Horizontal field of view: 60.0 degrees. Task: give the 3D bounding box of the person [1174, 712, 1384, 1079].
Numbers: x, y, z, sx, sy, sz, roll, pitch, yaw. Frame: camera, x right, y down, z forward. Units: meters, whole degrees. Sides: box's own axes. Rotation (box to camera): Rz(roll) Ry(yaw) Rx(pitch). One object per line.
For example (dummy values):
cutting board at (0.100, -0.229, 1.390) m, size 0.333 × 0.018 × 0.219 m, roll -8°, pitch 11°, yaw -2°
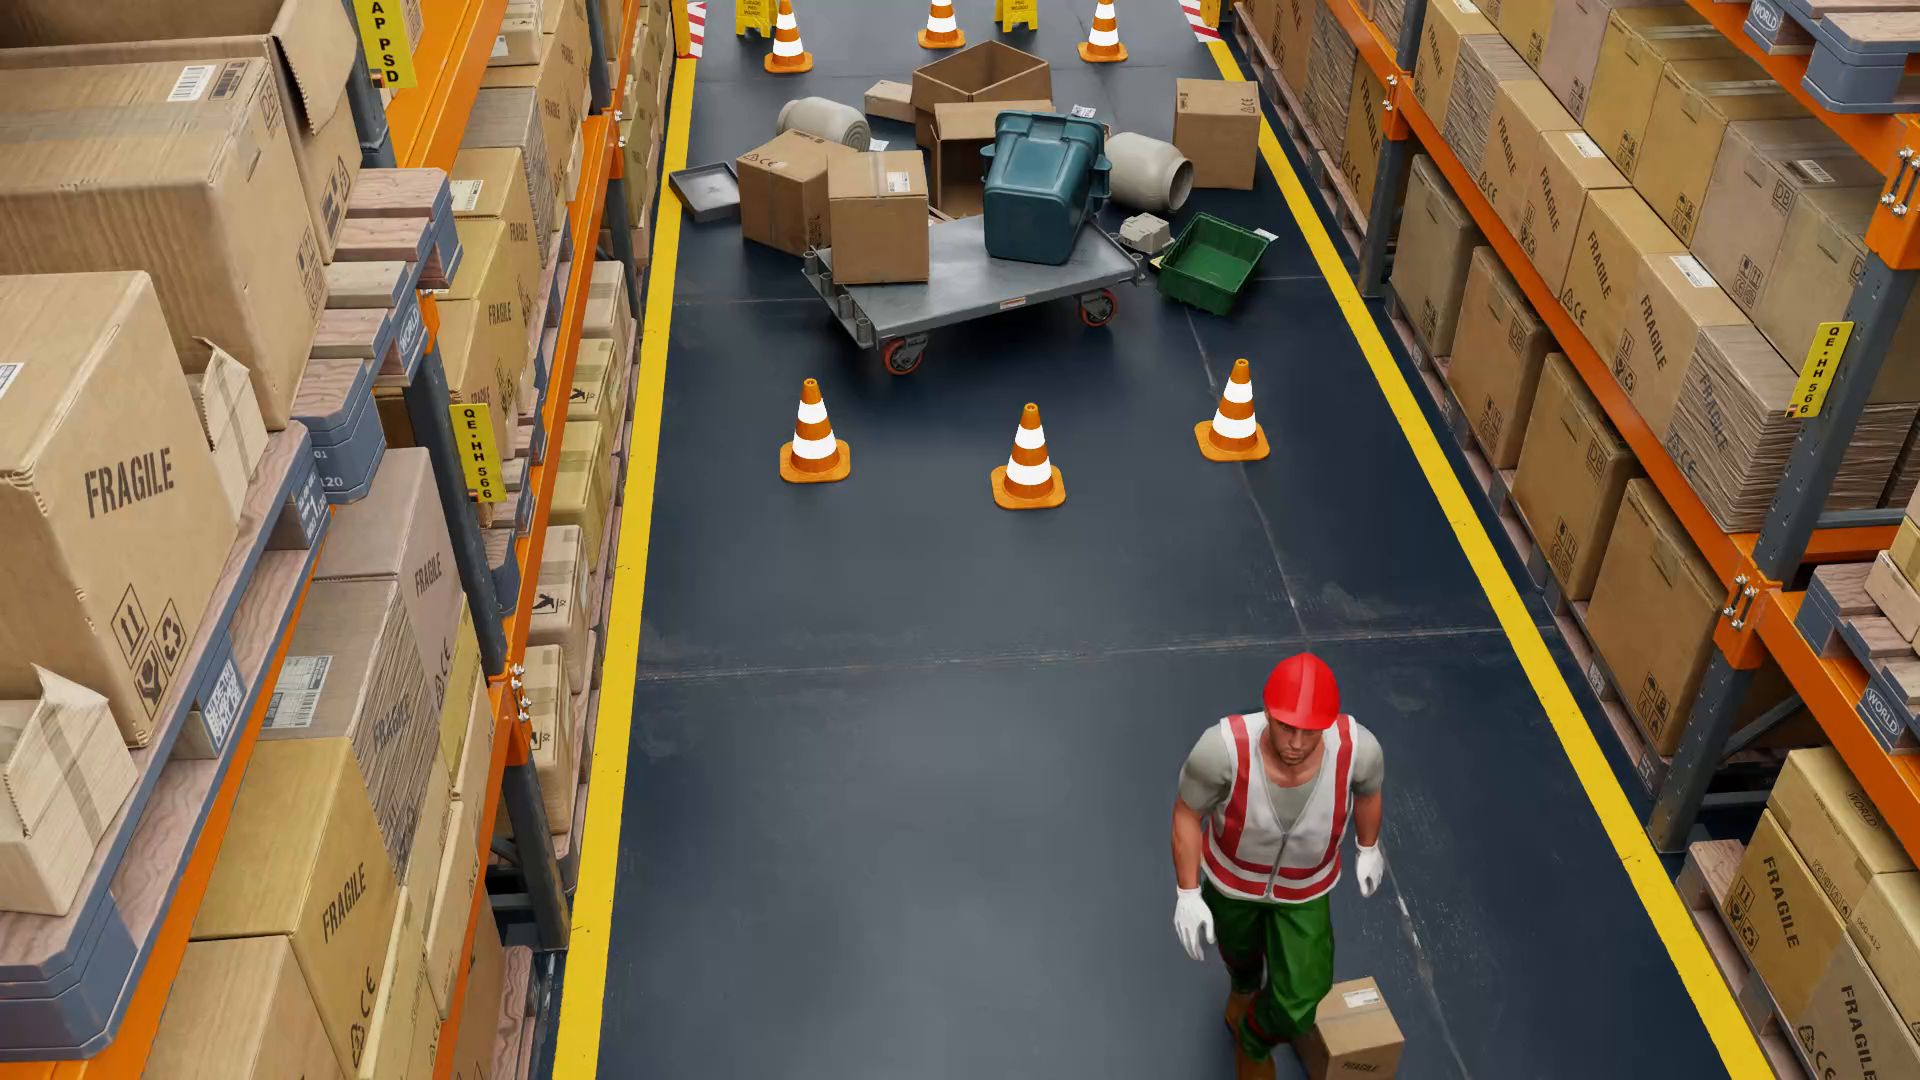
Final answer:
person at (0.938, 1.086, 5.002) m, size 0.638 × 1.574 × 0.618 m, roll 6°, pitch 39°, yaw 7°
